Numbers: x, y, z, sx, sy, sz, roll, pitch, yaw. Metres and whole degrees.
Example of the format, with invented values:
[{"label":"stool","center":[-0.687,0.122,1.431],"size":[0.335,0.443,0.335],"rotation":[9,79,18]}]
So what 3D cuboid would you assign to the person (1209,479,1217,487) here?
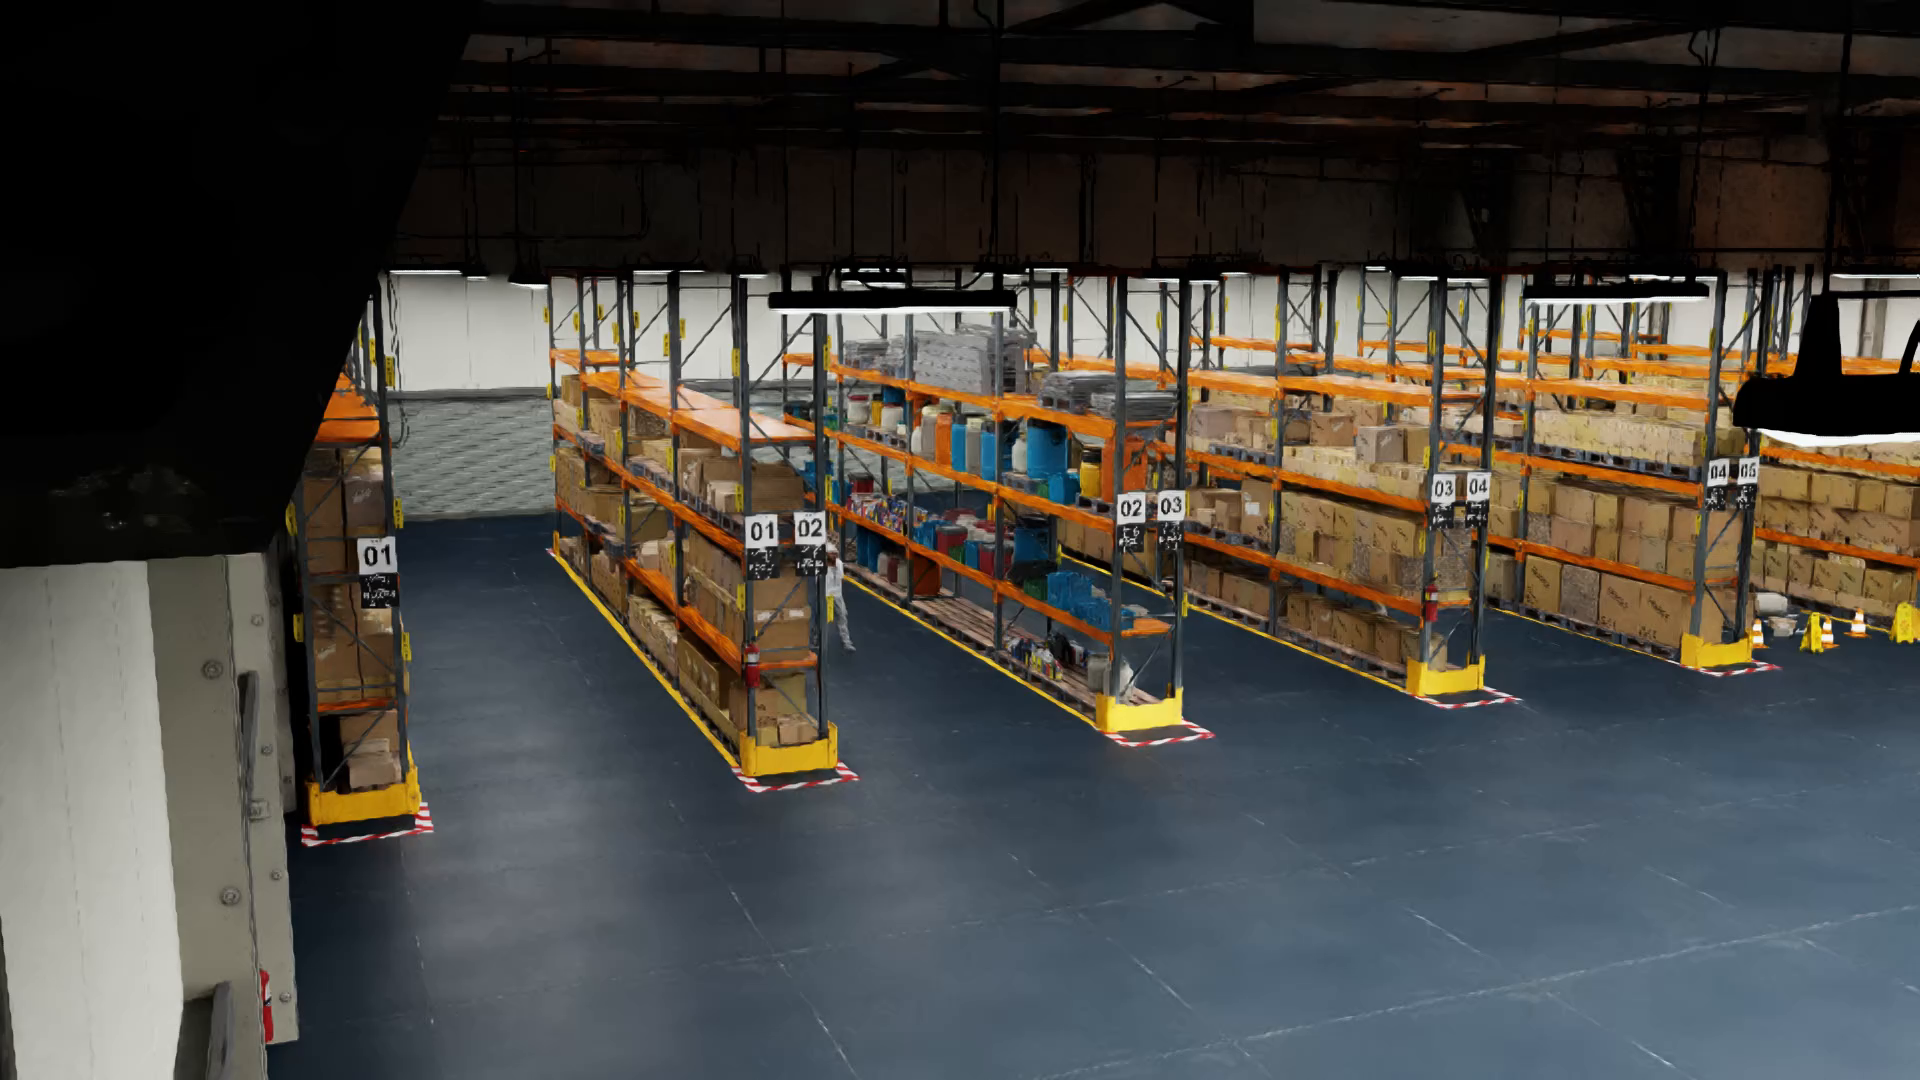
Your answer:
[{"label":"person","center":[5.211,-0.497,34.866],"size":[0.580,1.619,0.507],"rotation":[-4,11,-24]}]

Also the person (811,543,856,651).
[{"label":"person","center":[-2.060,0.896,26.476],"size":[0.554,1.724,1.029],"rotation":[-6,11,-29]}]

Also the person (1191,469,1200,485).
[{"label":"person","center":[5.905,-1.731,41.587],"size":[0.467,1.728,0.721],"rotation":[2,10,9]}]

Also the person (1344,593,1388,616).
[{"label":"person","center":[6.925,0.580,28.282],"size":[0.601,1.694,1.186],"rotation":[-4,11,-24]}]
